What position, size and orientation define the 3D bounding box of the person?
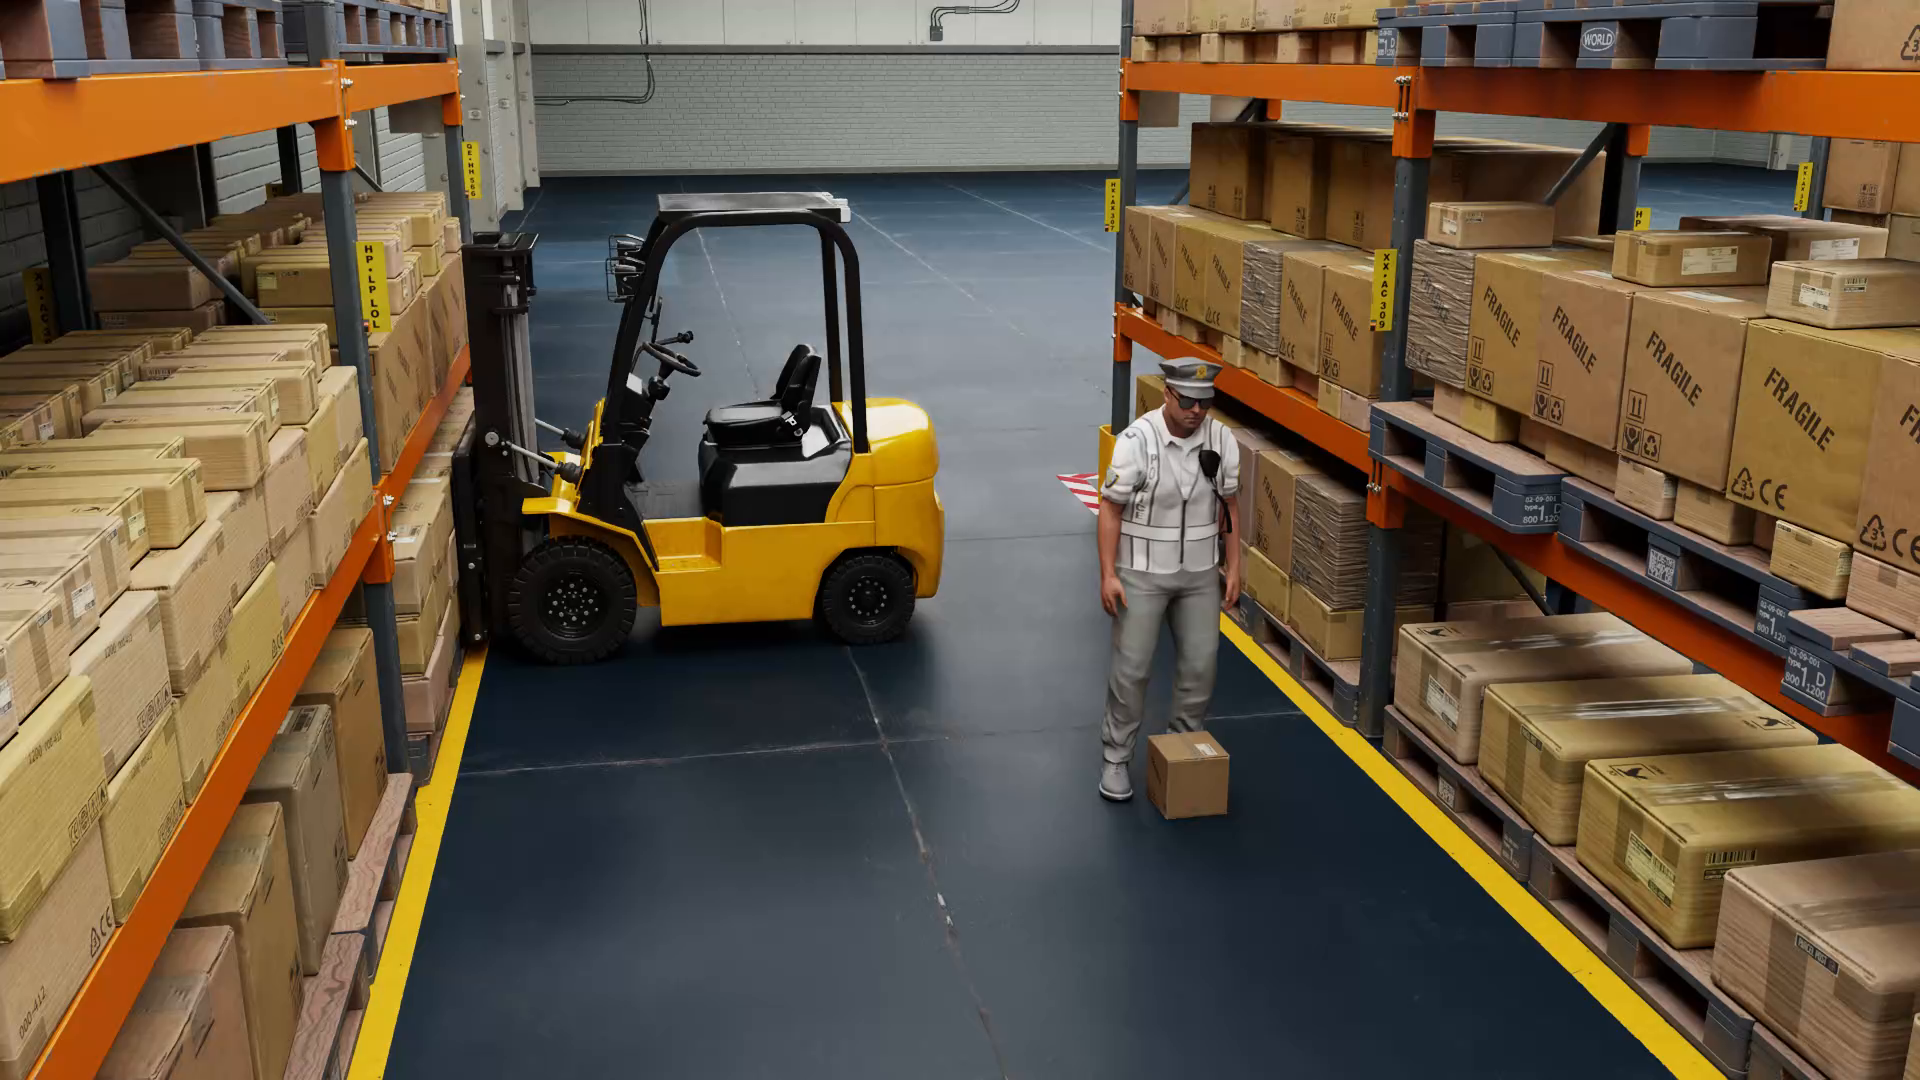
[{"bbox_3d":[0.824,0.129,6.579,0.595,1.748,0.434,-4,17,-13],"label":"person"}]
